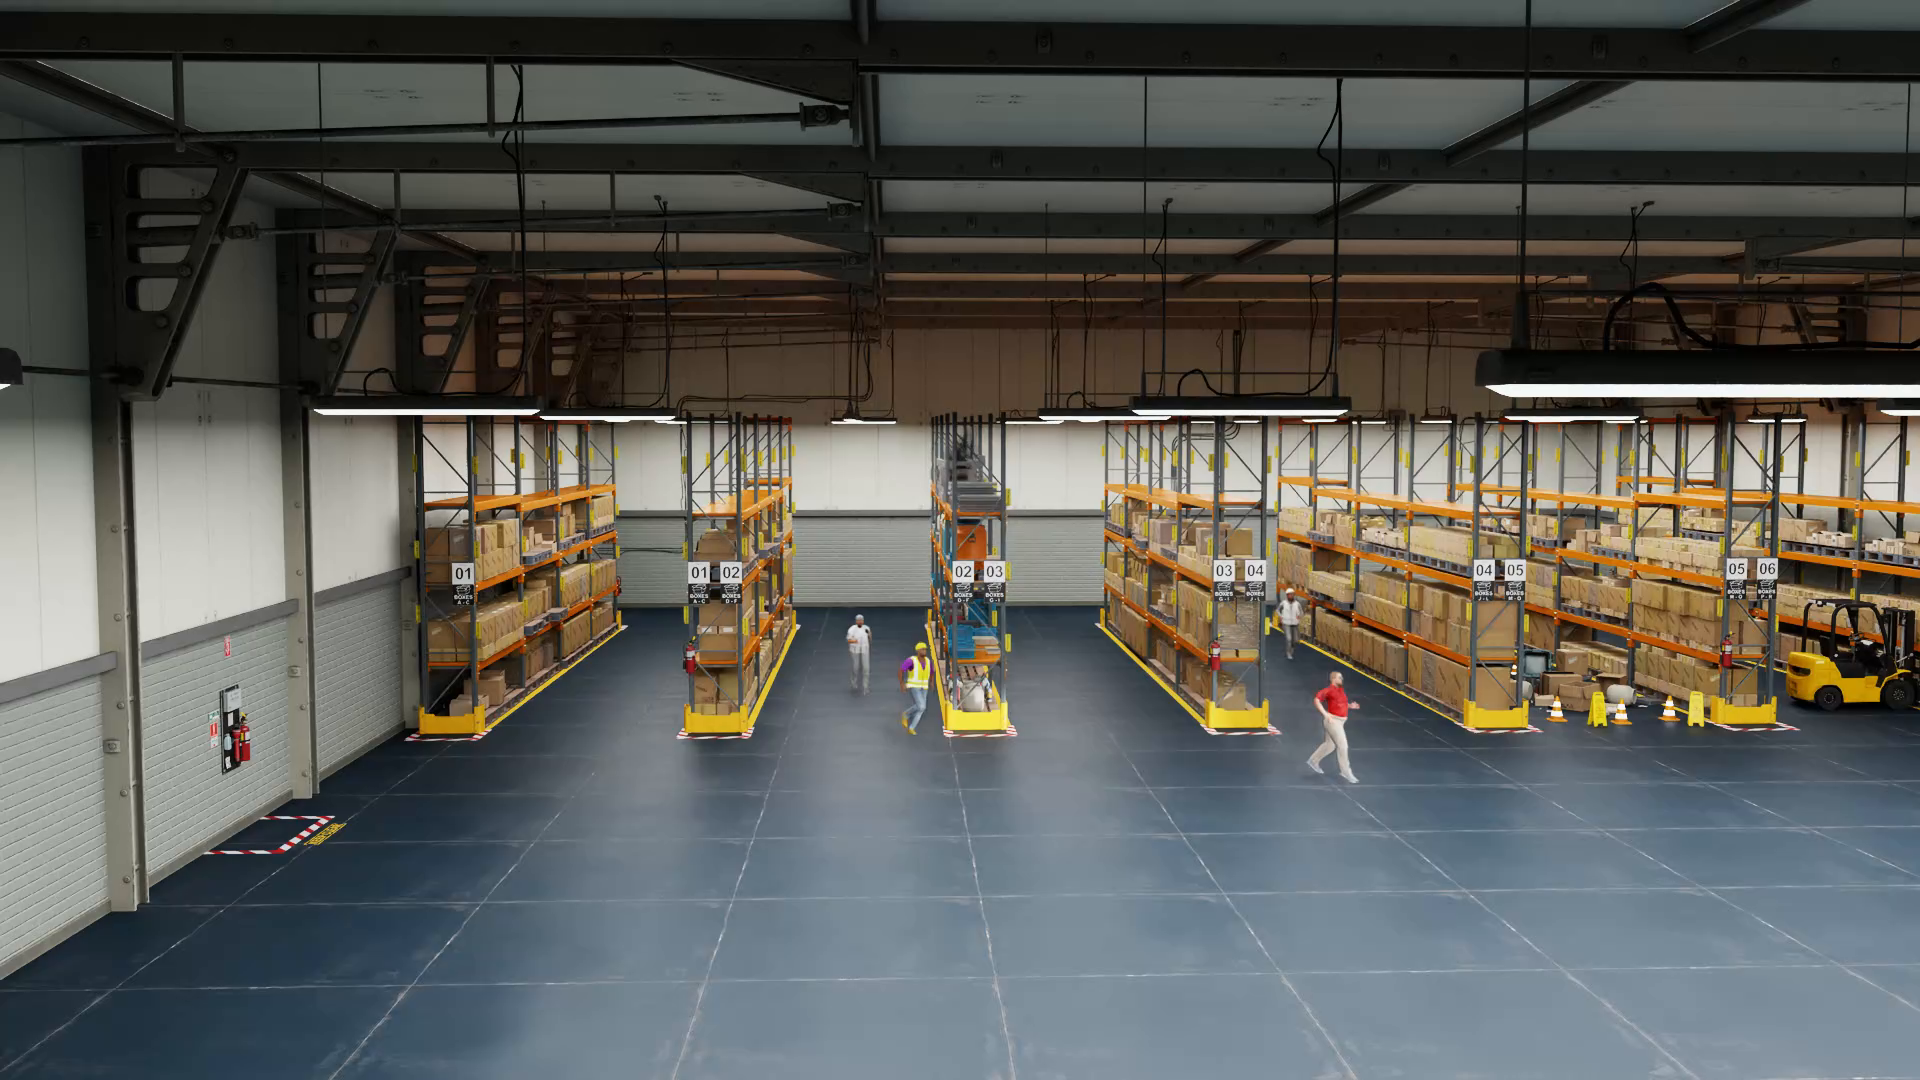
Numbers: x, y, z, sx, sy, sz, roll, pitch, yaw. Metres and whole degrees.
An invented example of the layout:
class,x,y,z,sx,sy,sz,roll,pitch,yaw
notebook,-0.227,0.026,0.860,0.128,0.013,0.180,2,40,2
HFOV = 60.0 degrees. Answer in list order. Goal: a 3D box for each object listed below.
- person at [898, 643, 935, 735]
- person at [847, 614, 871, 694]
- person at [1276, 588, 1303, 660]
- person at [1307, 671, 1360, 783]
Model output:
class,x,y,z,sx,sy,sz,roll,pitch,yaw
person,-0.744,2.771,31.003,0.747,1.686,0.530,-3,5,-36
person,-2.178,2.453,35.918,0.550,1.715,0.821,-1,4,-10
person,8.148,2.062,41.098,0.666,1.732,0.753,0,4,0
person,6.085,3.020,27.030,0.890,1.776,0.653,2,4,28
